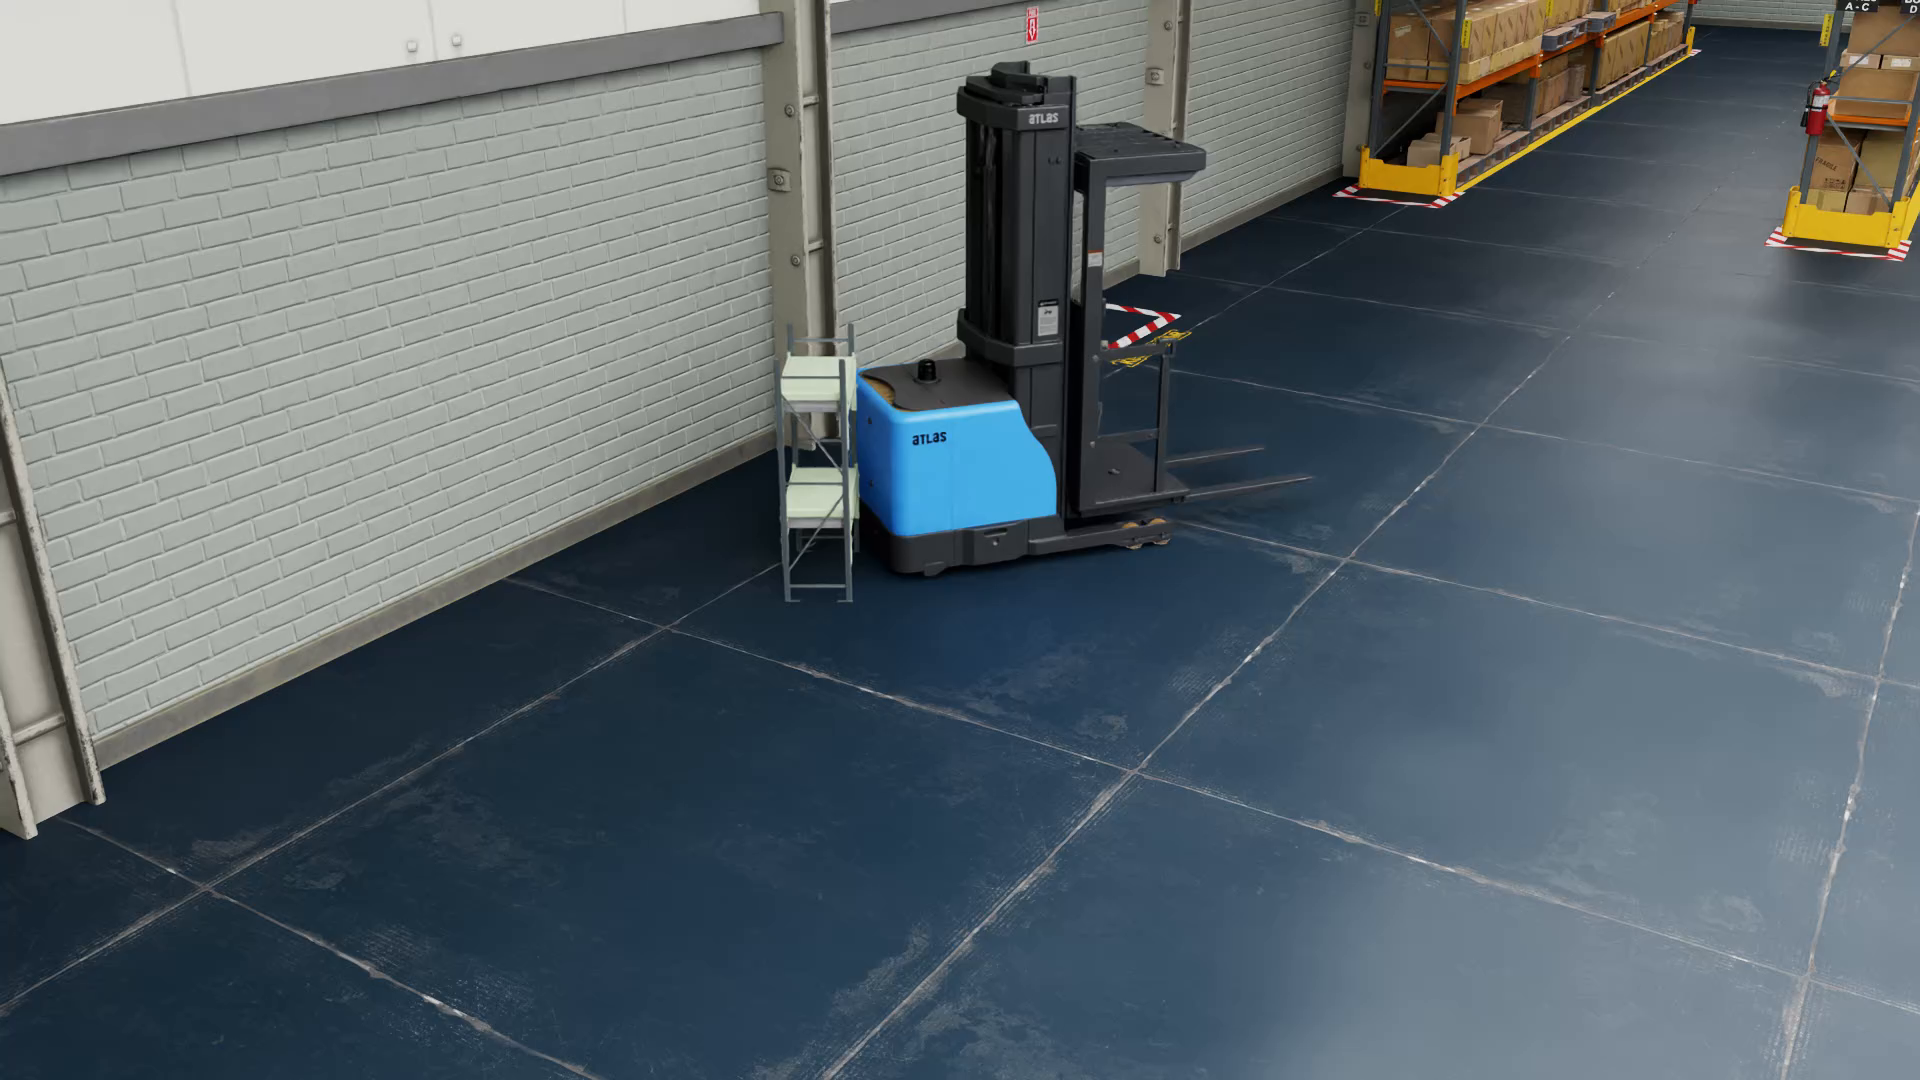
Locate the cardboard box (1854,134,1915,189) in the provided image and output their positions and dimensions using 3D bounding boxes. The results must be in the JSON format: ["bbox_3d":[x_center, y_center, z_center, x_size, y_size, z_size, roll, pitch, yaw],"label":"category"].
[{"bbox_3d":[10.520,-4.306,18.909,0.500,0.500,0.500,14,27,29],"label":"cardboard box"}]

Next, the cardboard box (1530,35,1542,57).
[{"bbox_3d":[7.693,-6.831,22.918,0.500,0.250,0.500,14,27,29],"label":"cardboard box"}]

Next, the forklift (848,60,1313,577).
[{"bbox_3d":[0.838,-1.472,10.461,3.031,2.935,1.130,-9,25,-19],"label":"forklift"}]

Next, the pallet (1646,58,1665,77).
[{"bbox_3d":[12.373,-8.775,30.754,1.003,0.211,1.213,14,27,29],"label":"pallet"}]

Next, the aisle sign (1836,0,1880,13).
[{"bbox_3d":[9.502,-5.960,17.469,0.394,0.787,0.004,14,27,29],"label":"aisle sign"}]

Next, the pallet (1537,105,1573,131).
[{"bbox_3d":[8.738,-6.511,25.525,1.003,0.211,1.213,14,27,29],"label":"pallet"}]

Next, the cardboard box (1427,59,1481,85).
[{"bbox_3d":[6.103,-5.803,20.542,0.500,0.250,0.500,13,27,27],"label":"cardboard box"}]

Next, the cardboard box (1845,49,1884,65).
[{"bbox_3d":[9.963,-5.328,18.340,0.380,0.149,0.250,15,27,30],"label":"cardboard box"}]

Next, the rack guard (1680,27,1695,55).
[{"bbox_3d":[14.028,-10.025,33.279,1.175,0.500,0.348,14,27,29],"label":"rack guard"}]

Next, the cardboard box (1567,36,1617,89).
[{"bbox_3d":[10.295,-7.891,27.380,0.750,0.750,0.750,13,27,28],"label":"cardboard box"}]

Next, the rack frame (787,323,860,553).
[{"bbox_3d":[-0.838,-0.611,10.273,0.400,1.500,0.023,0,23,0],"label":"rack frame"}]

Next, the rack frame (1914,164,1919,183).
[{"bbox_3d":[11.896,-6.077,21.013,1.000,3.000,0.127,14,27,29],"label":"rack frame"}]

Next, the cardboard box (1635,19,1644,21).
[{"bbox_3d":[12.557,-9.649,31.063,0.380,0.149,0.250,13,27,27],"label":"cardboard box"}]

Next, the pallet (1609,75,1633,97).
[{"bbox_3d":[10.920,-7.845,28.606,1.003,0.211,1.213,14,27,29],"label":"pallet"}]

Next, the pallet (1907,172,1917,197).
[{"bbox_3d":[11.441,-4.538,20.967,1.003,0.211,1.213,14,27,29],"label":"pallet"}]

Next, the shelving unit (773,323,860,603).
[{"bbox_3d":[-0.841,-0.466,9.937,0.431,1.500,0.755,0,23,0],"label":"shelving unit"}]

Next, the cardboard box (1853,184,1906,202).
[{"bbox_3d":[10.519,-3.962,19.059,0.500,0.250,0.500,14,27,29],"label":"cardboard box"}]

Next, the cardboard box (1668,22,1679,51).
[{"bbox_3d":[13.467,-9.784,32.193,0.700,0.500,0.500,14,27,29],"label":"cardboard box"}]

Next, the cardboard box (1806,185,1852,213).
[{"bbox_3d":[9.818,-3.901,18.918,0.500,0.250,0.500,14,27,29],"label":"cardboard box"}]

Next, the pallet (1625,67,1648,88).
[{"bbox_3d":[11.563,-8.258,29.561,1.003,0.211,1.213,14,27,29],"label":"pallet"}]

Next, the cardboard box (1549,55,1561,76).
[{"bbox_3d":[8.839,-7.255,25.383,0.500,0.250,0.500,14,27,29],"label":"cardboard box"}]

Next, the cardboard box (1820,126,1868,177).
[{"bbox_3d":[10.331,-4.586,19.557,0.500,0.500,0.500,14,27,29],"label":"cardboard box"}]

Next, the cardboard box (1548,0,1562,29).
[{"bbox_3d":[8.284,-7.714,24.113,0.700,0.500,0.500,17,29,34],"label":"cardboard box"}]

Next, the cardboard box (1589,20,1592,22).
[{"bbox_3d":[10.166,-8.421,26.717,0.380,0.149,0.250,13,27,28],"label":"cardboard box"}]

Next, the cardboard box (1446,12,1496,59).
[{"bbox_3d":[6.352,-6.312,20.773,0.500,0.500,0.500,14,27,29],"label":"cardboard box"}]

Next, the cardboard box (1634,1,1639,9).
[{"bbox_3d":[11.405,-9.197,28.509,0.380,0.149,0.250,14,27,29],"label":"cardboard box"}]

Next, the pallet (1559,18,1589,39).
[{"bbox_3d":[8.786,-7.700,25.001,1.003,0.211,1.213,14,27,29],"label":"pallet"}]

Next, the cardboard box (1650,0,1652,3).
[{"bbox_3d":[11.968,-9.535,29.290,0.380,0.149,0.250,14,27,29],"label":"cardboard box"}]

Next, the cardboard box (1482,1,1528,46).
[{"bbox_3d":[7.166,-6.837,21.987,0.500,0.500,0.500,13,27,27],"label":"cardboard box"}]

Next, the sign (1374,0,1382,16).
[{"bbox_3d":[5.115,-6.564,20.281,0.100,0.325,0.005,14,27,29],"label":"sign"}]

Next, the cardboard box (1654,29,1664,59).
[{"bbox_3d":[12.655,-9.260,30.982,0.700,0.500,0.500,14,27,28],"label":"cardboard box"}]

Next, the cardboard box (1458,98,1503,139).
[{"bbox_3d":[7.172,-5.810,22.989,0.500,0.500,0.500,12,26,25],"label":"cardboard box"}]

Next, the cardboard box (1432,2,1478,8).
[{"bbox_3d":[6.452,-6.766,21.822,0.500,0.500,0.500,14,27,30],"label":"cardboard box"}]

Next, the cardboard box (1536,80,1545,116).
[{"bbox_3d":[8.290,-6.606,24.826,0.700,0.500,0.500,13,27,28],"label":"cardboard box"}]

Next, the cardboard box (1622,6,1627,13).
[{"bbox_3d":[10.966,-8.941,27.918,0.380,0.149,0.250,14,27,29],"label":"cardboard box"}]

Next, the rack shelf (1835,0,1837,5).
[{"bbox_3d":[10.841,-6.449,19.001,1.077,0.370,4.000,14,27,29],"label":"rack shelf"}]

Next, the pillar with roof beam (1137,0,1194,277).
[{"bbox_3d":[5.702,-6.008,13.300,9.100,9.000,0.400,14,27,29],"label":"pillar with roof beam"}]

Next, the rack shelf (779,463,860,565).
[{"bbox_3d":[-0.841,-0.166,10.067,0.431,0.370,0.720,0,23,0],"label":"rack shelf"}]

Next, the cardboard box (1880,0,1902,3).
[{"bbox_3d":[10.344,-5.720,18.428,0.700,0.500,0.500,13,27,28],"label":"cardboard box"}]

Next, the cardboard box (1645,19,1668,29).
[{"bbox_3d":[12.998,-9.642,31.049,0.380,0.149,0.250,13,27,27],"label":"cardboard box"}]

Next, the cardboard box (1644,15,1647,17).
[{"bbox_3d":[12.960,-9.906,31.659,0.380,0.149,0.250,14,27,29],"label":"cardboard box"}]

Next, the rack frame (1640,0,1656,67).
[{"bbox_3d":[11.906,-9.814,29.645,1.000,3.000,0.127,14,27,29],"label":"rack frame"}]

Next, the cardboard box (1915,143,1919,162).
[{"bbox_3d":[11.303,-4.814,20.084,0.500,0.500,0.500,14,27,29],"label":"cardboard box"}]

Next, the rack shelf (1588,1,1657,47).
[{"bbox_3d":[10.851,-8.809,28.229,1.077,0.370,4.000,14,27,29],"label":"rack shelf"}]

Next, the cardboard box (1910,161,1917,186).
[{"bbox_3d":[11.314,-4.467,20.226,0.500,0.250,0.500,14,27,29],"label":"cardboard box"}]

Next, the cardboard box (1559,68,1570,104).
[{"bbox_3d":[9.090,-7.116,26.004,0.700,0.500,0.500,14,27,29],"label":"cardboard box"}]

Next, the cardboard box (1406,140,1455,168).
[{"bbox_3d":[6.017,-4.947,21.232,0.500,0.311,0.500,11,26,23],"label":"cardboard box"}]

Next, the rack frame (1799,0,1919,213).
[{"bbox_3d":[9.786,-4.727,17.894,1.000,3.000,0.127,14,27,29],"label":"rack frame"}]

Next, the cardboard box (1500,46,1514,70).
[{"bbox_3d":[6.907,-6.322,21.741,0.500,0.250,0.500,14,27,29],"label":"cardboard box"}]

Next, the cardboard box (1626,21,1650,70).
[{"bbox_3d":[11.673,-8.774,29.419,0.750,0.750,0.750,14,27,30],"label":"cardboard box"}]

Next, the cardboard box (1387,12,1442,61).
[{"bbox_3d":[5.644,-6.252,20.637,0.500,0.500,0.500,14,27,28],"label":"cardboard box"}]

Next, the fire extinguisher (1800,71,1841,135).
[{"bbox_3d":[9.329,-4.749,18.042,0.296,0.674,0.183,14,27,29],"label":"fire extinguisher"}]

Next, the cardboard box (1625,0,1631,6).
[{"bbox_3d":[10.816,-9.108,27.489,0.500,0.500,0.500,14,27,29],"label":"cardboard box"}]

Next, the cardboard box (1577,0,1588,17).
[{"bbox_3d":[9.284,-8.357,25.599,0.700,0.500,0.500,11,26,24],"label":"cardboard box"}]
